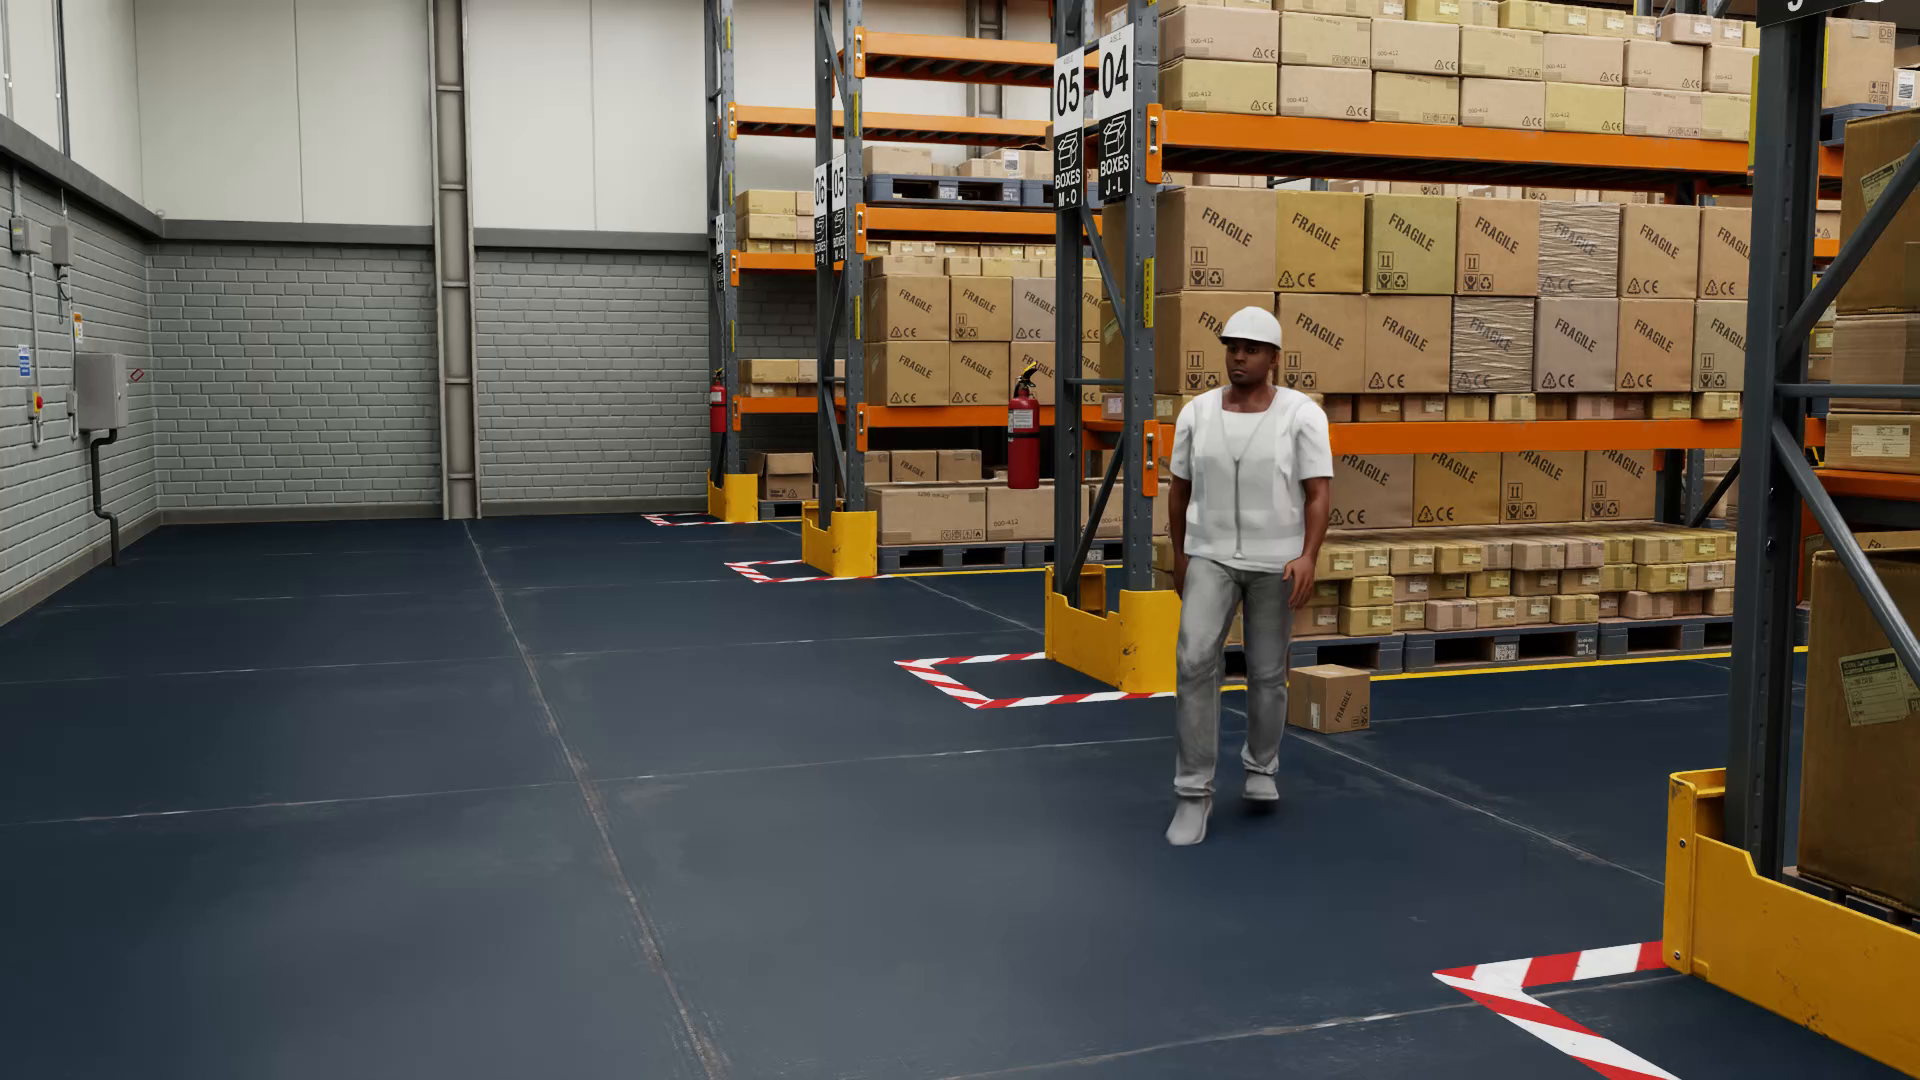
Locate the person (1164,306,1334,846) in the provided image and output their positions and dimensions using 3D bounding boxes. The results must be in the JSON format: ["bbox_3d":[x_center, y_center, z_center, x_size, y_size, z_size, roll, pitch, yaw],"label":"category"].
[{"bbox_3d":[0.971,0.110,5.697,0.583,1.806,0.742,2,6,18],"label":"person"}]
